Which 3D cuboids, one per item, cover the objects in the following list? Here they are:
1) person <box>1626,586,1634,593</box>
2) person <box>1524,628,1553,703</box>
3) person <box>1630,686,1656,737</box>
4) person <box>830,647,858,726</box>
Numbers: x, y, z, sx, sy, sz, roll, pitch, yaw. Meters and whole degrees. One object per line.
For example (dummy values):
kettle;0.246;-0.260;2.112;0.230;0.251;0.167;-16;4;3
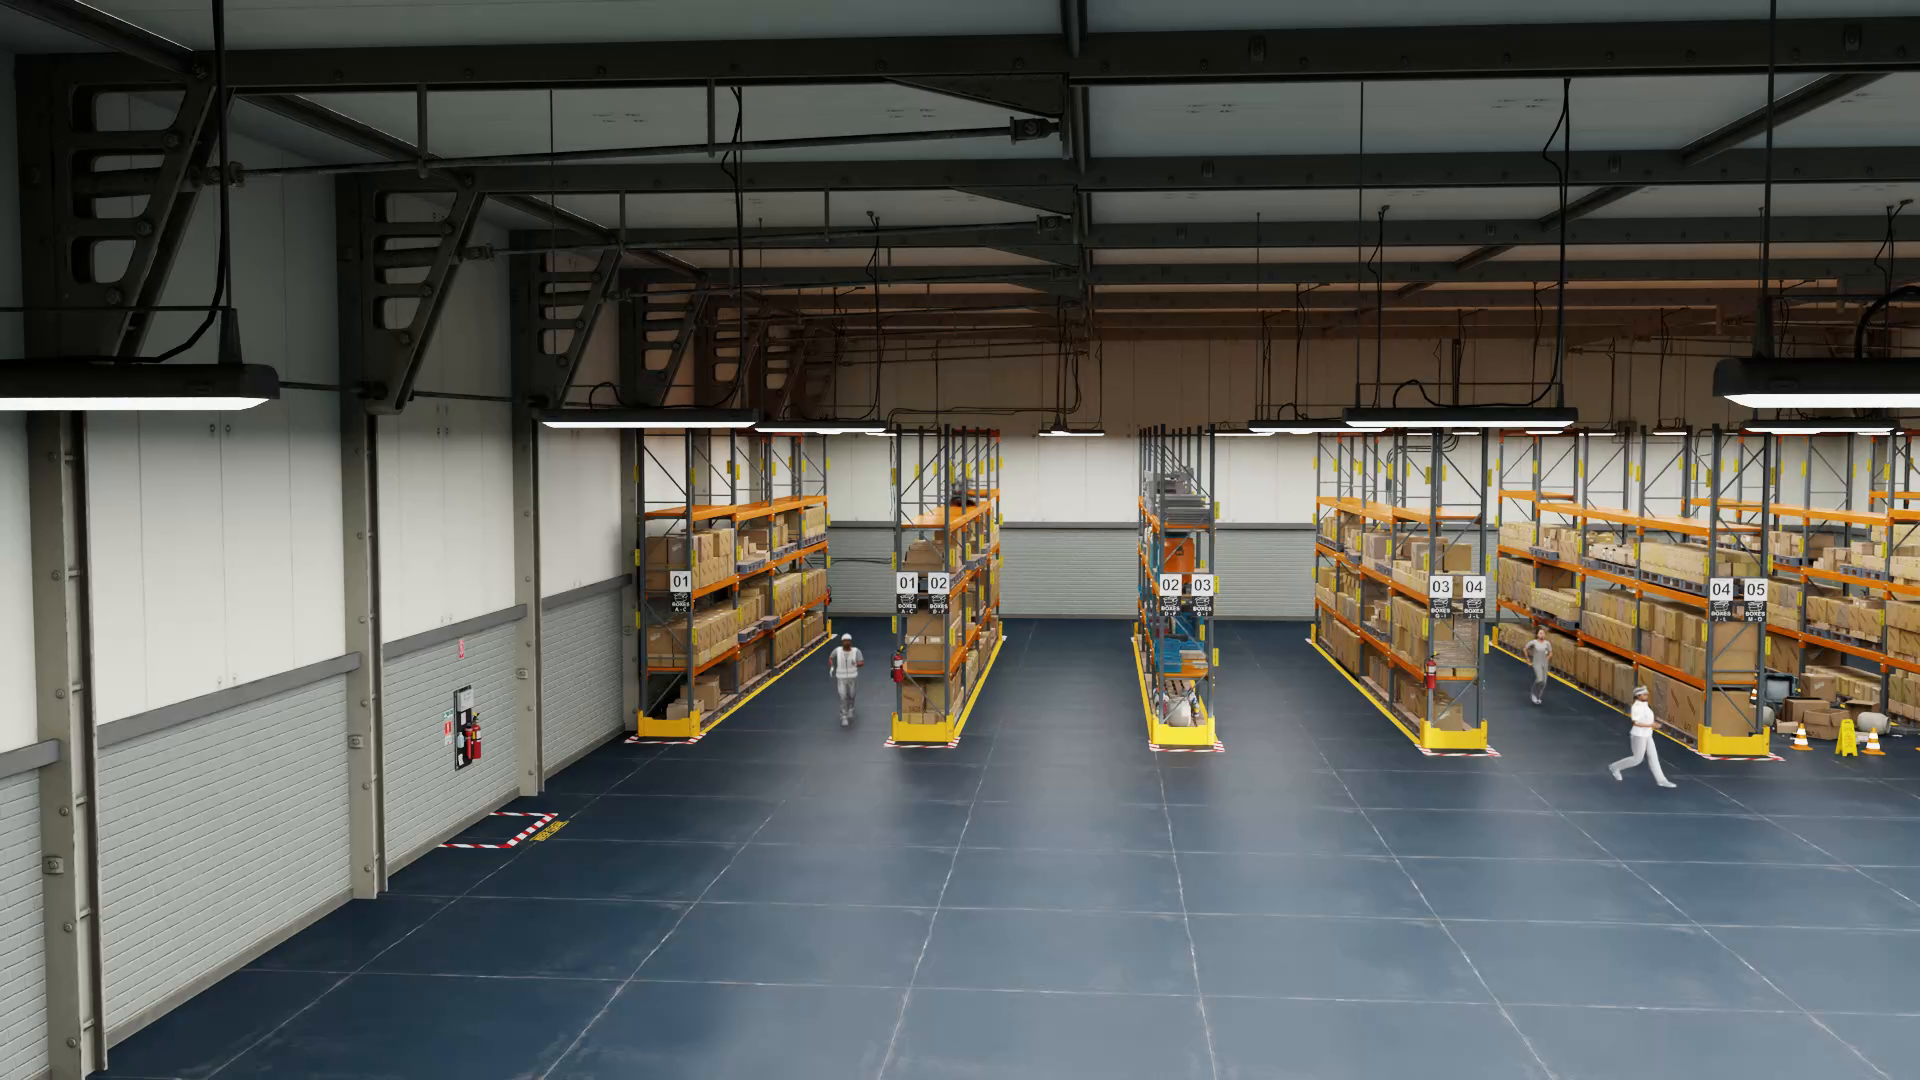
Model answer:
person;18.998;1.982;47.347;0.548;1.611;0.572;1;4;8
person;12.480;2.711;35.777;0.546;1.635;0.628;0;3;-5
person;11.174;2.794;27.216;0.340;0.842;0.407;3;5;42
person;-2.319;2.904;33.391;0.576;1.507;0.992;-1;4;-9
